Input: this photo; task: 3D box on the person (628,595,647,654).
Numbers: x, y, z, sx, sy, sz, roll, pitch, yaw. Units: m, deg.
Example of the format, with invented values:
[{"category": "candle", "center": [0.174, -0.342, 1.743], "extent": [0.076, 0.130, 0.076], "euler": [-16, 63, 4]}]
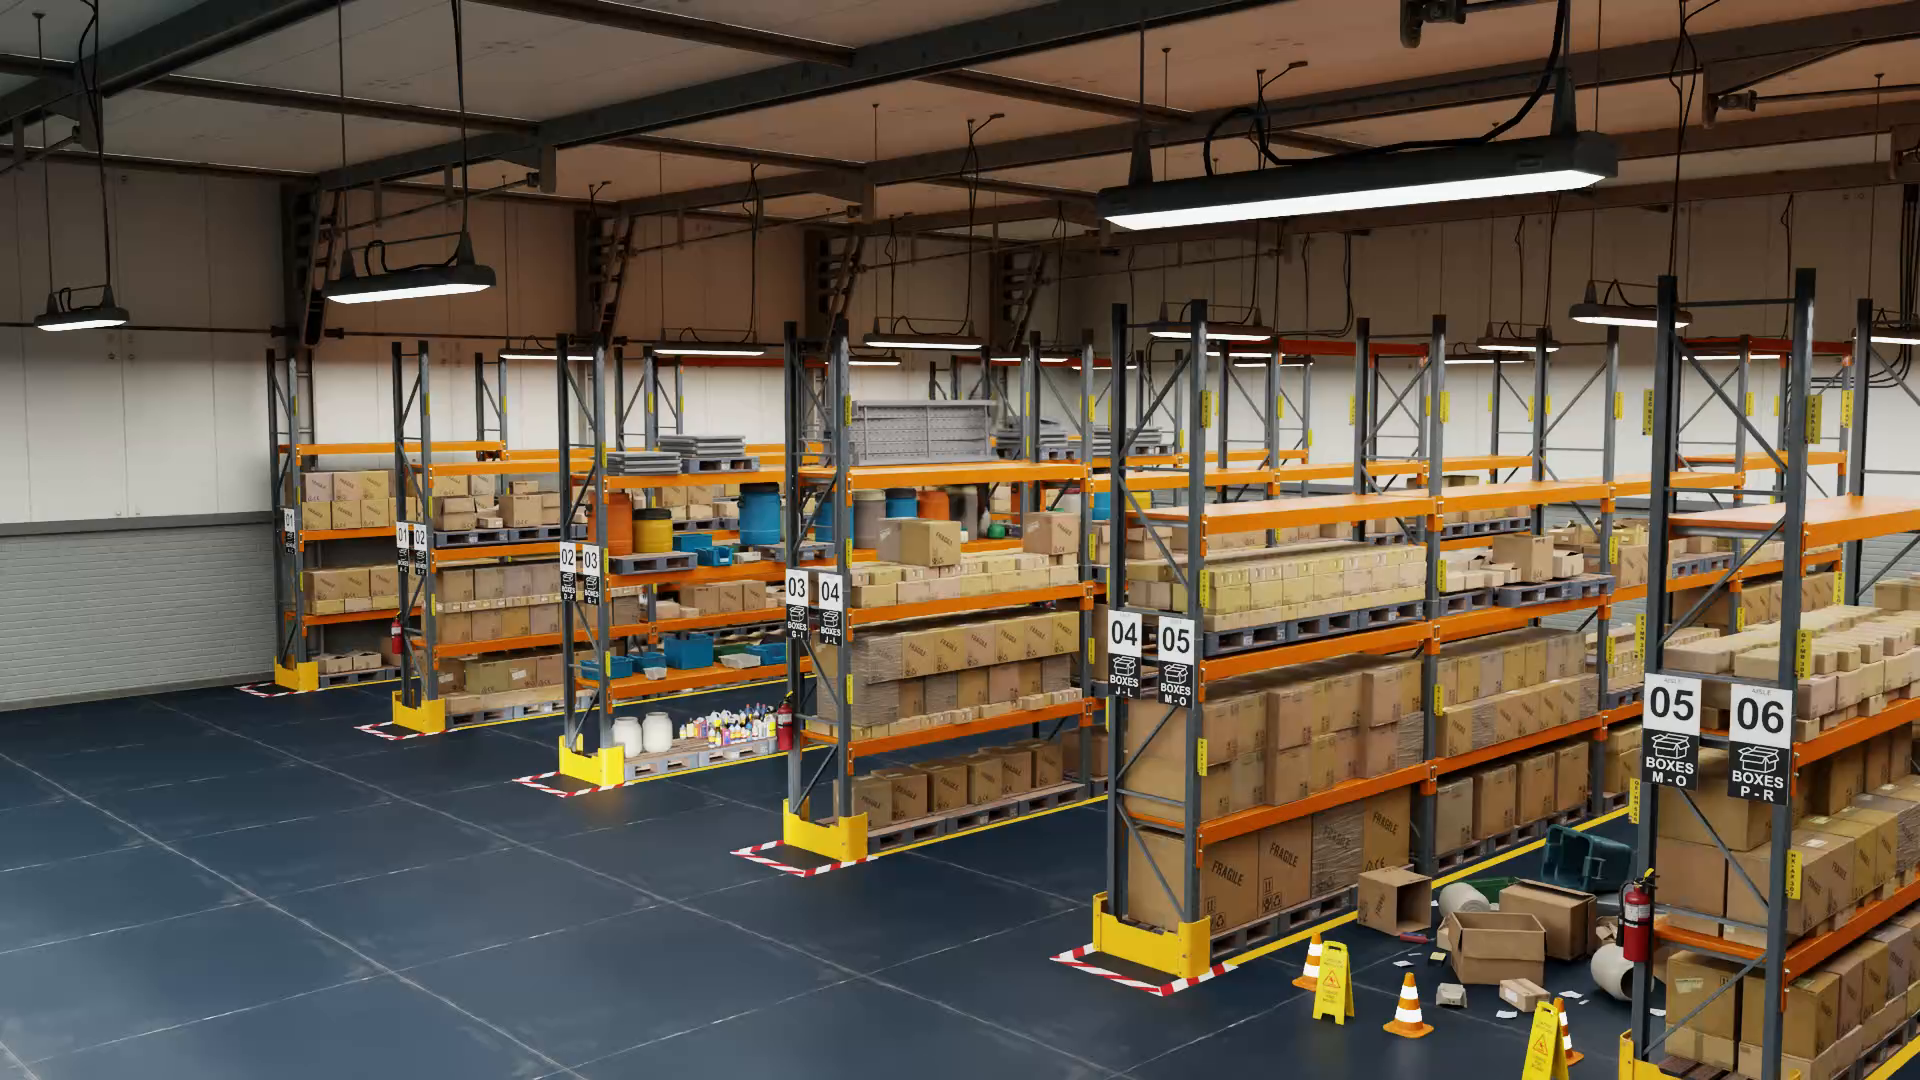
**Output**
[{"category": "person", "center": [-6.180, 1.615, 30.935], "extent": [0.640, 1.760, 0.645], "euler": [4, 6, 37]}]

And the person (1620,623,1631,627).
[{"category": "person", "center": [10.254, 2.096, 25.682], "extent": [0.605, 1.654, 0.923], "euler": [5, 7, 43]}]
